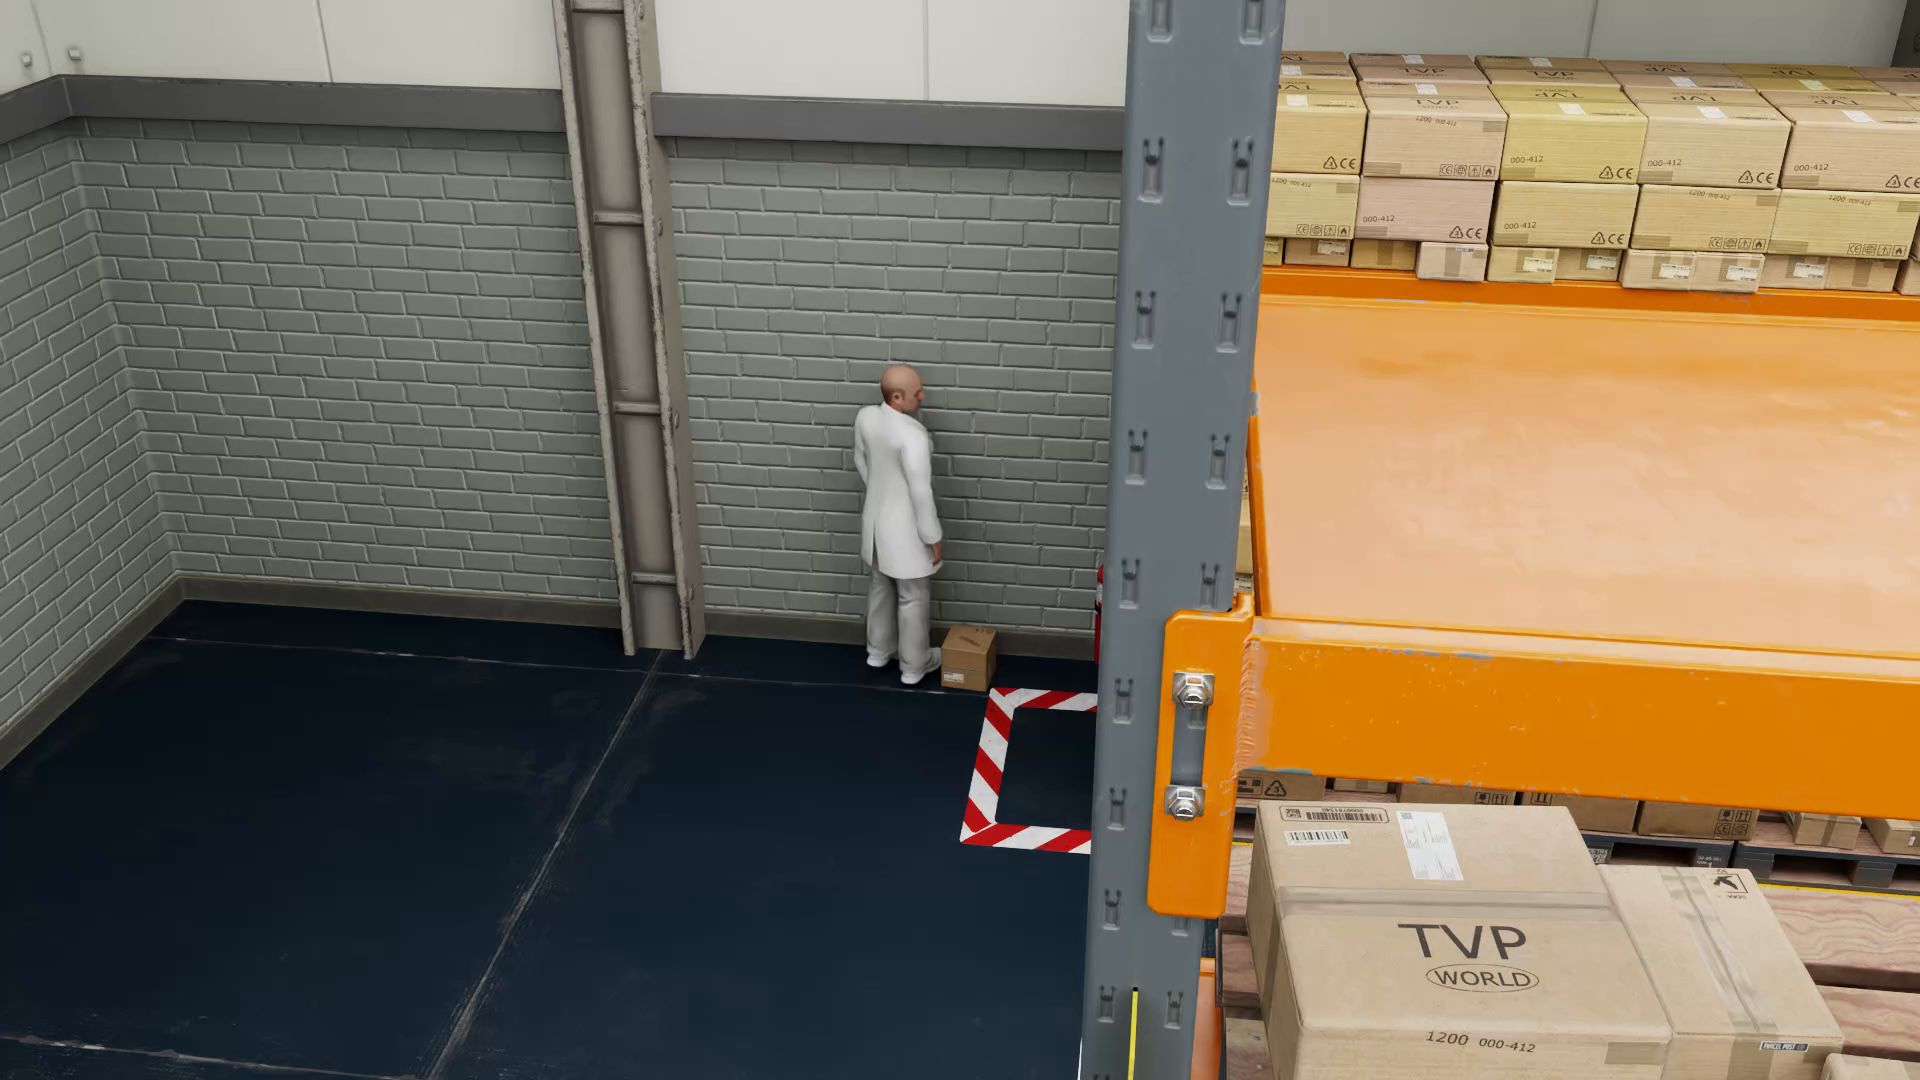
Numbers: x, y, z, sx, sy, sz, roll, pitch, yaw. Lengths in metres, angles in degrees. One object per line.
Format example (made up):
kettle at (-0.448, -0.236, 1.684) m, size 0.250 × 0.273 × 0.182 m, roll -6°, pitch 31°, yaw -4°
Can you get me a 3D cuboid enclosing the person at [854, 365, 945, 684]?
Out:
person at (-0.278, -0.081, 8.752) m, size 0.427 × 1.809 × 0.626 m, roll -19°, pitch 33°, yaw -31°
